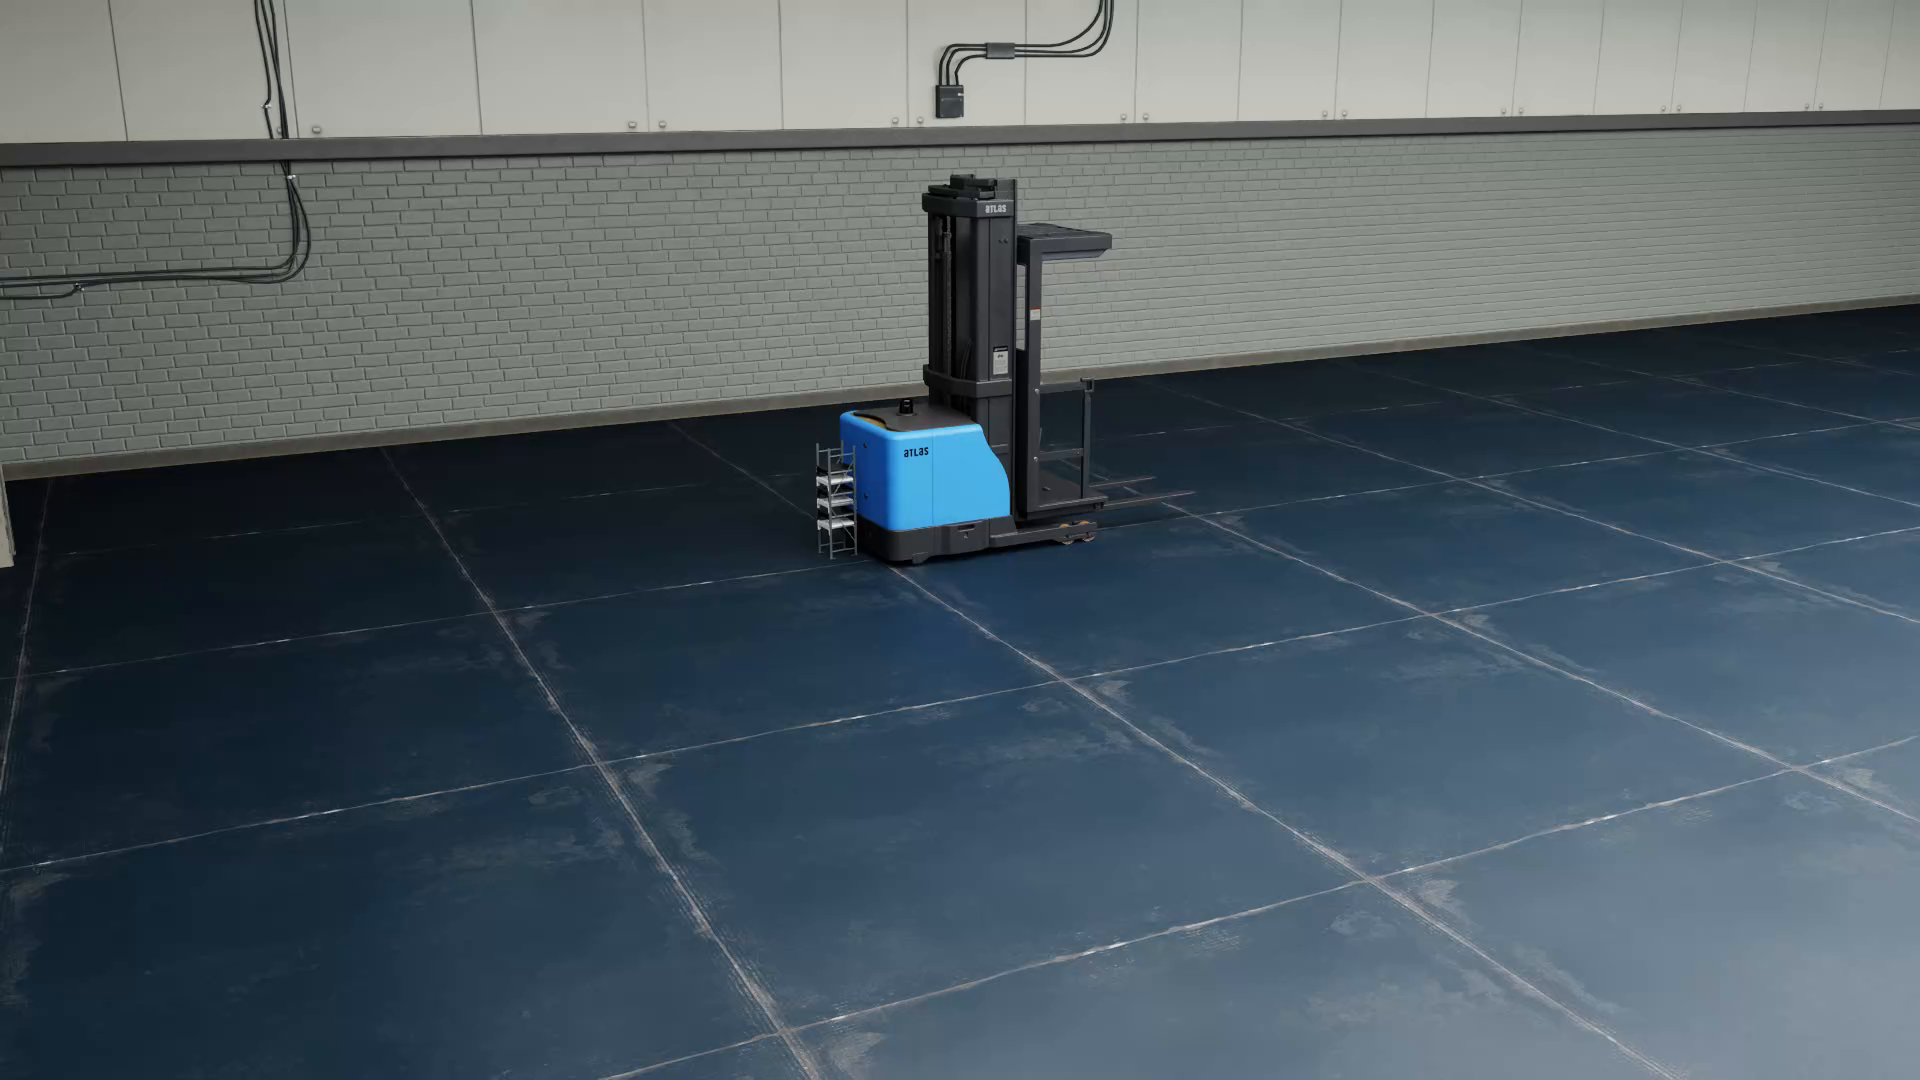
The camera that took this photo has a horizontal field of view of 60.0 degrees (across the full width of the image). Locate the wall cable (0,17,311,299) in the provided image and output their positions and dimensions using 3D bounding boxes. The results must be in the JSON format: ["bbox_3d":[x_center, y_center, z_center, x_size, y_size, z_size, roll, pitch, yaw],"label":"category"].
[{"bbox_3d":[-7.750,-3.549,15.434,3.097,2.526,0.112,-8,18,-25],"label":"wall cable"}]

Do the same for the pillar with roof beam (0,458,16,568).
[{"bbox_3d":[-3.779,-4.672,13.716,9.100,9.000,0.400,-8,18,-25],"label":"pillar with roof beam"}]

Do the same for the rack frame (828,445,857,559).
[{"bbox_3d":[-0.929,-0.295,13.148,0.240,0.900,0.006,-9,19,-30],"label":"rack frame"}]

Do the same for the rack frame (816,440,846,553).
[{"bbox_3d":[-1.034,-0.343,13.316,0.240,0.900,0.006,-9,19,-30],"label":"rack frame"}]

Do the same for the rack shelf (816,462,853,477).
[{"bbox_3d":[-0.981,-0.547,13.166,0.258,0.077,0.200,-9,19,-30],"label":"rack shelf"}]

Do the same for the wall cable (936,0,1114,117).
[{"bbox_3d":[0.790,-7.820,18.520,2.305,6.003,0.169,-8,18,-25],"label":"wall cable"}]

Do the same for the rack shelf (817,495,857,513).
[{"bbox_3d":[-0.981,-0.287,13.241,0.258,0.077,0.200,-9,19,-30],"label":"rack shelf"}]

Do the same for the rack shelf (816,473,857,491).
[{"bbox_3d":[-0.981,-0.460,13.191,0.258,0.077,0.200,-9,19,-30],"label":"rack shelf"}]

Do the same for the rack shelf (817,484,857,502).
[{"bbox_3d":[-0.981,-0.374,13.216,0.258,0.077,0.200,-9,19,-30],"label":"rack shelf"}]

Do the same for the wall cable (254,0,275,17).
[{"bbox_3d":[-5.319,-6.304,15.876,3.097,2.526,0.112,-8,18,-25],"label":"wall cable"}]

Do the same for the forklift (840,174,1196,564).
[{"bbox_3d":[0.556,-1.491,13.633,3.031,2.935,1.130,-8,18,-27],"label":"forklift"}]

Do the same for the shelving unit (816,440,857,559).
[{"bbox_3d":[-0.981,-0.319,13.232,0.258,0.900,0.210,-9,19,-30],"label":"shelving unit"}]

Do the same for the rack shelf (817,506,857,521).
[{"bbox_3d":[-0.981,-0.201,13.266,0.258,0.077,0.200,-9,19,-30],"label":"rack shelf"}]

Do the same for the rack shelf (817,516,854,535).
[{"bbox_3d":[-0.981,-0.114,13.291,0.258,0.077,0.200,-9,19,-30],"label":"rack shelf"}]
